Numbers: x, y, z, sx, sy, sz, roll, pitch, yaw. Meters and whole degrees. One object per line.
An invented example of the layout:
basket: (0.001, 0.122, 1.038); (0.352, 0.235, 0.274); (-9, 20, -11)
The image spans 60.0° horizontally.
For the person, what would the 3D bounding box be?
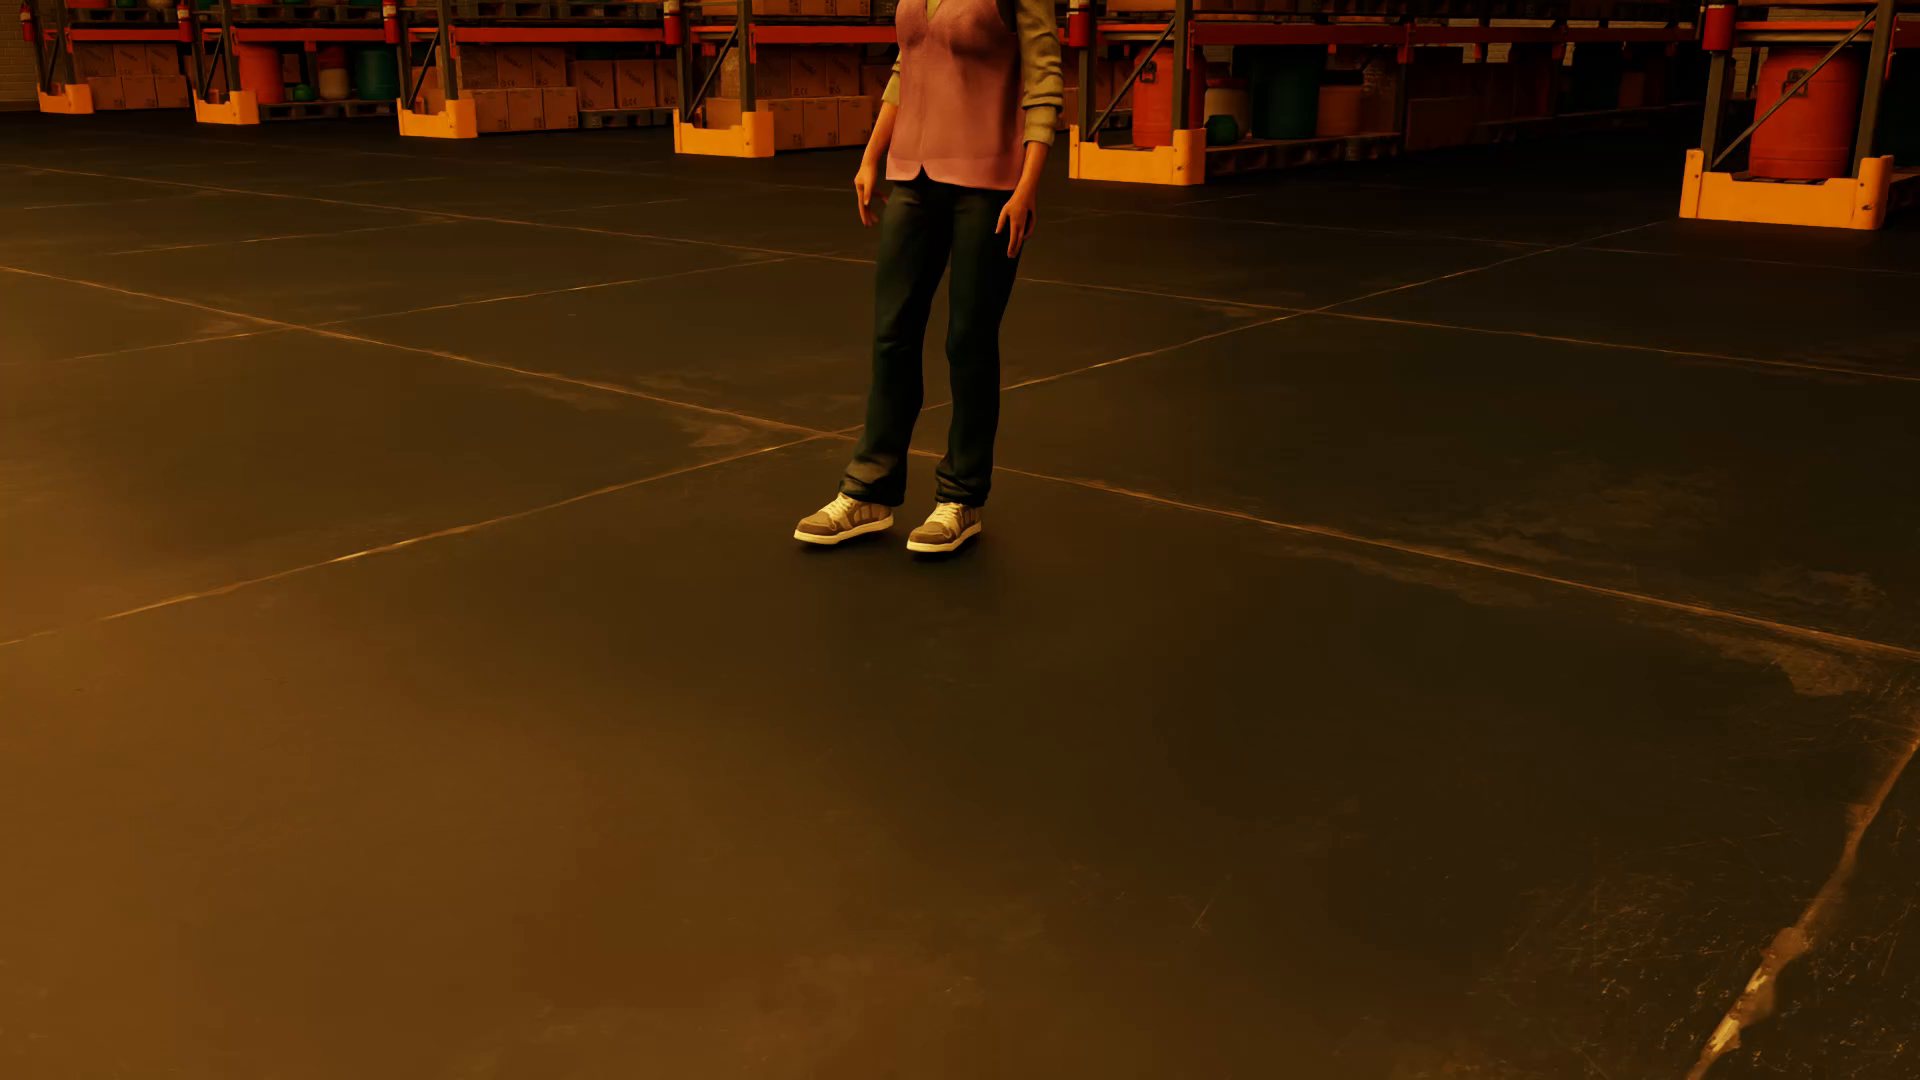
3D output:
person: (-0.058, -0.756, 3.663); (0.520, 1.593, 0.476); (13, 21, 37)
